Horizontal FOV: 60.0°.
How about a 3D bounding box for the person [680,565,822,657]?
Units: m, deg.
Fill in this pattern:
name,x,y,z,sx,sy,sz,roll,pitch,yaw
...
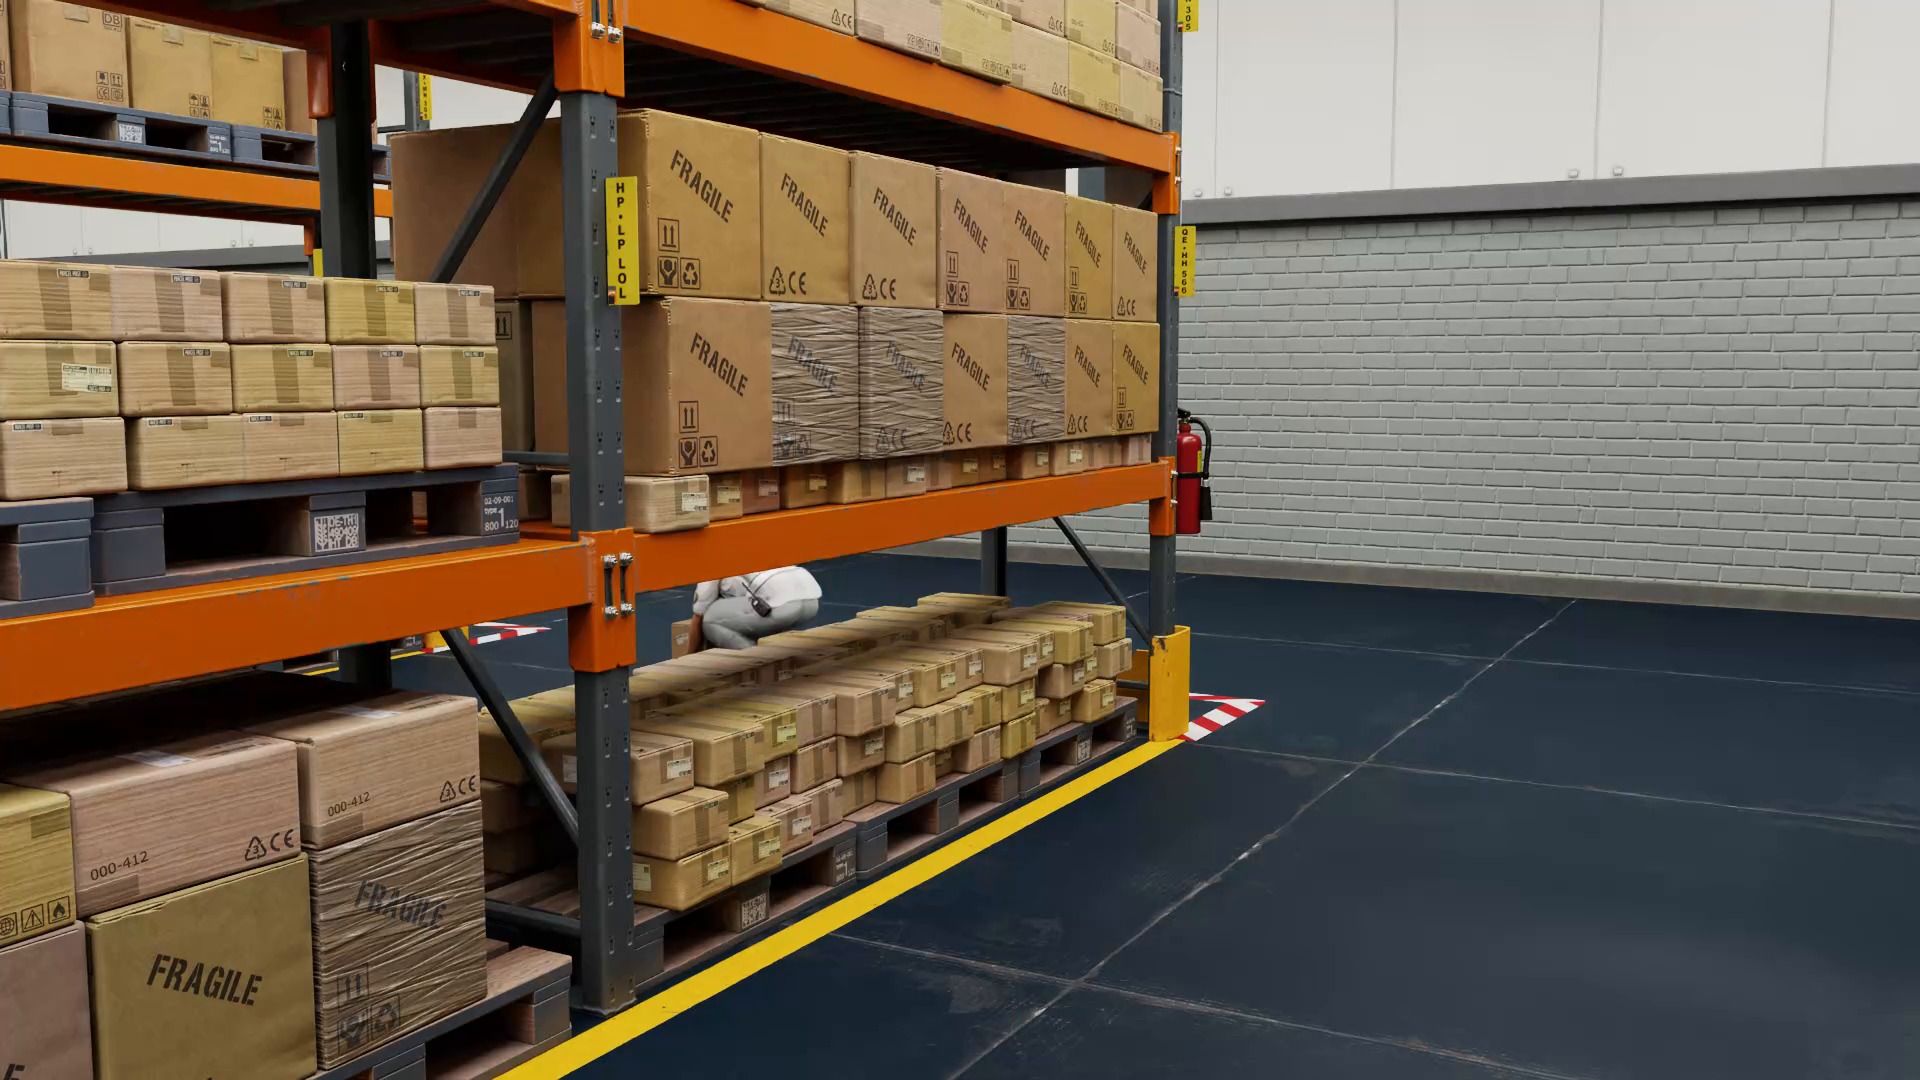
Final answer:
name,x,y,z,sx,sy,sz,roll,pitch,yaw
person,-1.253,0.416,9.637,0.906,0.806,0.523,3,7,28
